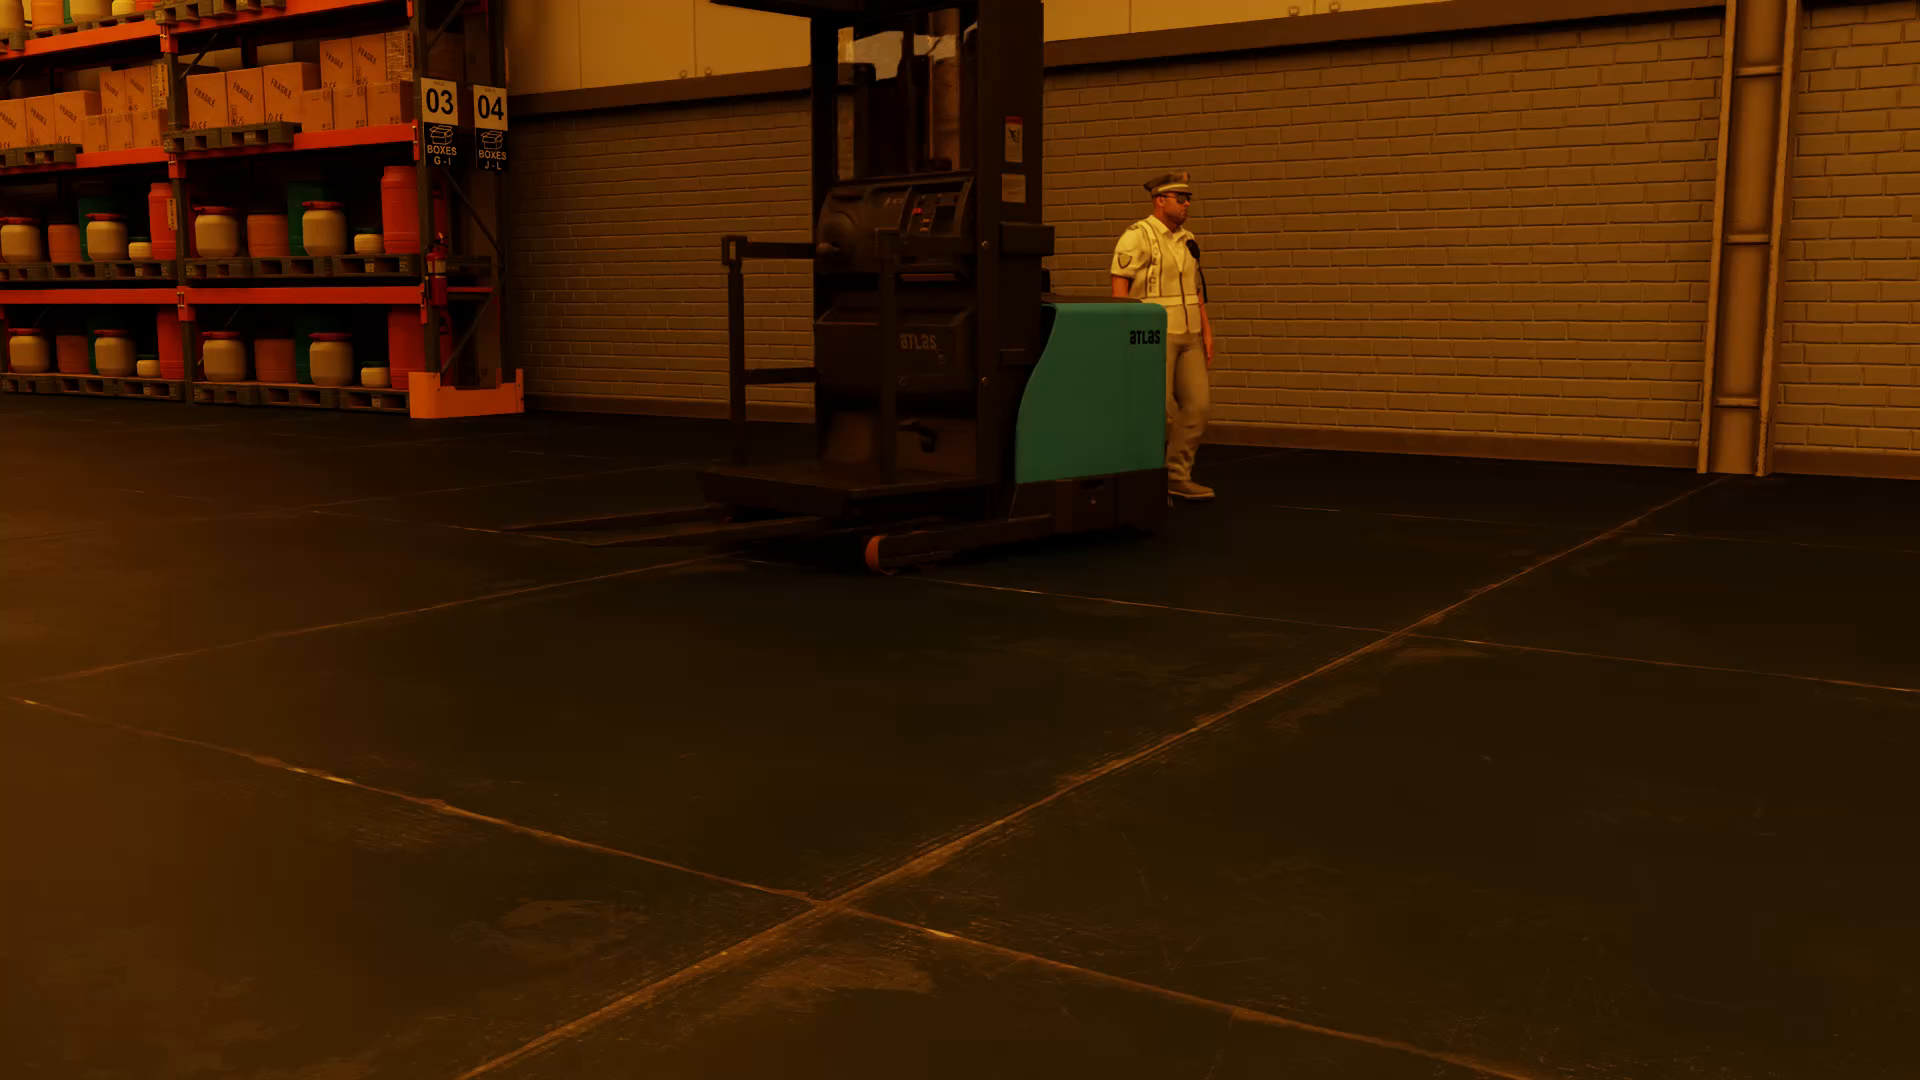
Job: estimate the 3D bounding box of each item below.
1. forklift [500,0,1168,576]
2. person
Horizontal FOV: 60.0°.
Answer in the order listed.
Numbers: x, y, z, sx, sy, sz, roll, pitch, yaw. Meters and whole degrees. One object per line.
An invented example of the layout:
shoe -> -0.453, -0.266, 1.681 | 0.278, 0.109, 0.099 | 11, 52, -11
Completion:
forklift -> -0.438, -1.391, 6.977 | 3.031, 2.935, 1.130 | -8, 11, -43
person -> 1.135, -1.087, 8.951 | 0.664, 1.771, 0.496 | -7, 10, -39
